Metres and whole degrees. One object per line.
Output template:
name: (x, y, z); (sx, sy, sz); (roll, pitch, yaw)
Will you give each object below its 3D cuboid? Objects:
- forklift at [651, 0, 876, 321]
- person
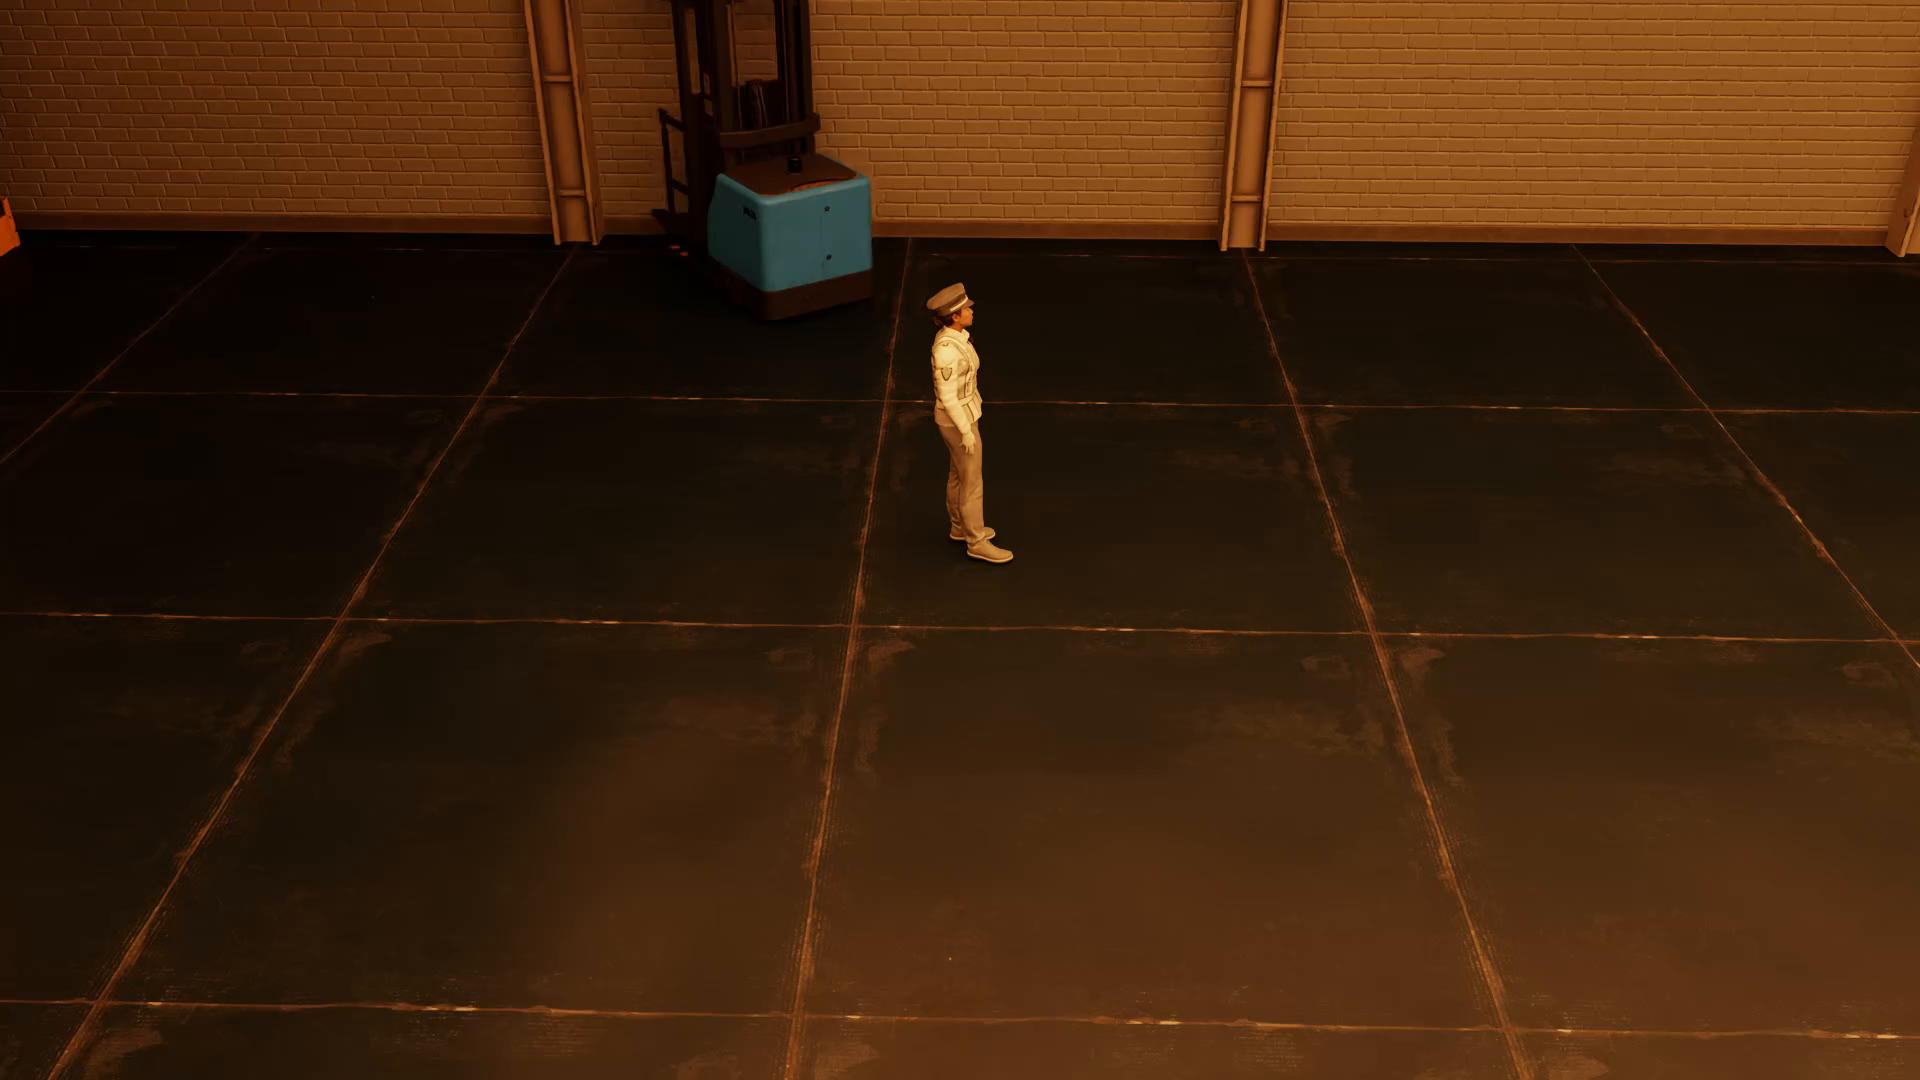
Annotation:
forklift: (-1.933, -3.728, 13.937); (1.130, 2.935, 3.031); (-19, 35, -28)
person: (0.069, -0.732, 10.058); (0.530, 1.694, 0.587); (1, 31, 1)
